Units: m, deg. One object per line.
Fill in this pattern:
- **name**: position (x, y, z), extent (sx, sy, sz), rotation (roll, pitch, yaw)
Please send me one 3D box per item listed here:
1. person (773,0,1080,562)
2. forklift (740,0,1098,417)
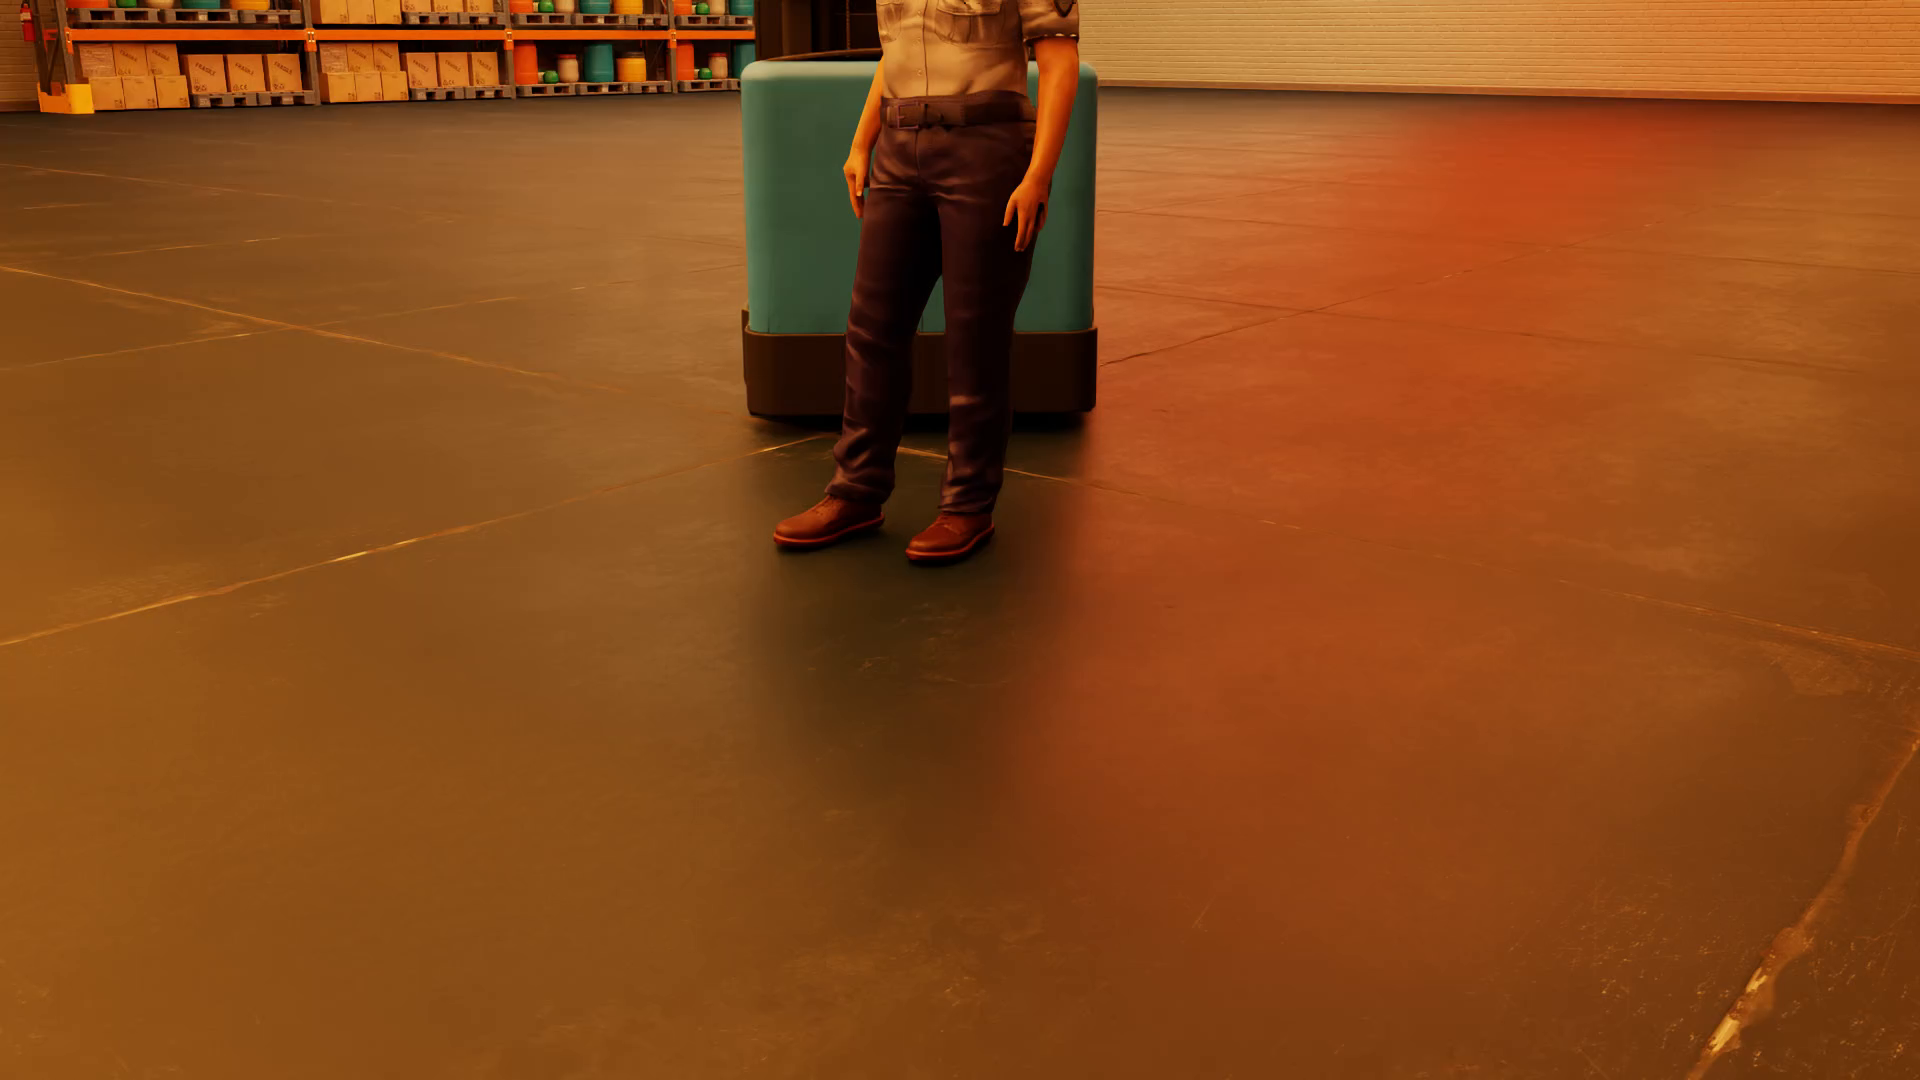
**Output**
- **person**: position (-0.074, -0.776, 3.649), extent (0.599, 1.642, 0.503), rotation (13, 21, 37)
- **forklift**: position (-0.184, -2.145, 5.963), extent (1.130, 2.935, 3.031), rotation (-1, 17, -3)
